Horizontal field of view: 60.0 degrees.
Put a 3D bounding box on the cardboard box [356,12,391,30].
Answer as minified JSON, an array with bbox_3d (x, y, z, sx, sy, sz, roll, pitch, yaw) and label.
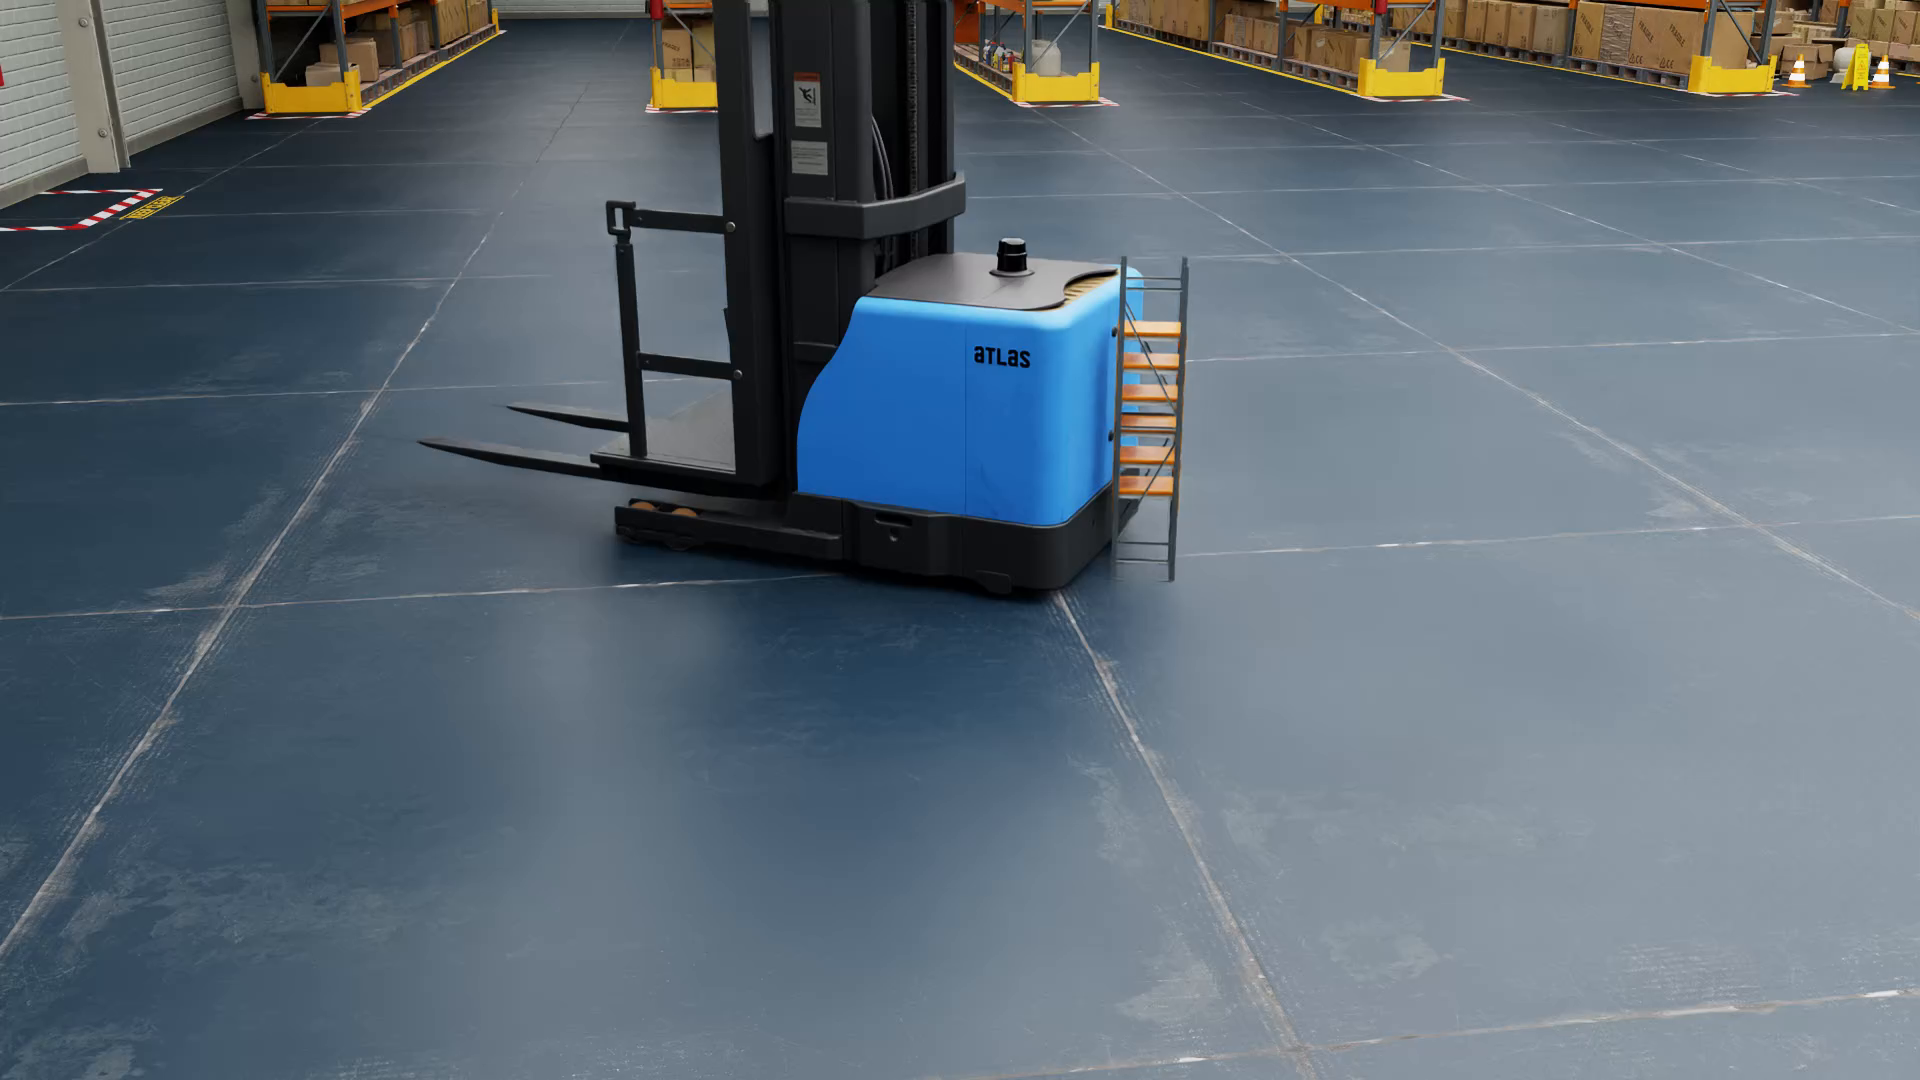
[{"bbox_3d":[-9.191,-8.163,26.156,0.500,0.250,0.500,-3,21,-9],"label":"cardboard box"}]

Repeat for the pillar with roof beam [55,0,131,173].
[{"bbox_3d":[-4.257,-8.134,15.633,9.100,9.000,0.400,-3,21,-8],"label":"pillar with roof beam"}]

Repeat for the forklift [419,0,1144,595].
[{"bbox_3d":[-0.832,-1.491,6.518,3.031,2.935,1.130,8,22,22],"label":"forklift"}]

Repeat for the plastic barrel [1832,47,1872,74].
[{"bbox_3d":[14.290,-7.666,26.637,0.512,0.421,0.421,12,24,30],"label":"plastic barrel"}]

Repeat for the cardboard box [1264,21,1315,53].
[{"bbox_3d":[5.586,-8.534,28.223,0.700,0.500,0.500,-3,21,-8],"label":"cardboard box"}]

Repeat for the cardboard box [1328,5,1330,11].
[{"bbox_3d":[8.717,-12.296,38.399,0.380,0.149,0.250,-2,21,-5],"label":"cardboard box"}]

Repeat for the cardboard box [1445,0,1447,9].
[{"bbox_3d":[9.608,-10.495,32.428,0.500,0.250,0.500,-3,21,-7],"label":"cardboard box"}]

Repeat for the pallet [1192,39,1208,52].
[{"bbox_3d":[5.087,-9.475,31.783,1.003,0.211,1.213,-3,21,-8],"label":"pallet"}]

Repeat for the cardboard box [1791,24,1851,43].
[{"bbox_3d":[15.324,-9.015,29.722,0.950,0.372,0.625,-2,21,-4],"label":"cardboard box"}]

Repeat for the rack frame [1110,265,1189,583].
[{"bbox_3d":[0.690,-0.406,6.087,0.240,1.200,0.006,2,21,5],"label":"rack frame"}]

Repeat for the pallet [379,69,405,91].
[{"bbox_3d":[-8.870,-6.833,24.709,1.003,0.211,1.213,-3,21,-8],"label":"pallet"}]

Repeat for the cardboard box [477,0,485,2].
[{"bbox_3d":[-10.295,-11.493,35.247,0.380,0.149,0.250,-2,21,-6],"label":"cardboard box"}]

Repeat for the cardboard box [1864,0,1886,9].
[{"bbox_3d":[15.286,-8.919,27.640,0.380,0.149,0.250,-3,21,-7],"label":"cardboard box"}]

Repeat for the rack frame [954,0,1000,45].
[{"bbox_3d":[0.225,-10.255,29.885,1.000,3.000,0.127,-3,21,-8],"label":"rack frame"}]

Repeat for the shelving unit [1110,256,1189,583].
[{"bbox_3d":[0.699,-0.437,6.173,0.258,1.200,0.189,2,21,5],"label":"shelving unit"}]

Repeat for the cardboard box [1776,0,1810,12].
[{"bbox_3d":[18.920,-12.178,38.006,0.700,0.500,0.500,-4,21,-10],"label":"cardboard box"}]

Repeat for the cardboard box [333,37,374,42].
[{"bbox_3d":[-8.813,-7.048,24.243,0.500,0.500,0.500,-4,21,-12],"label":"cardboard box"}]

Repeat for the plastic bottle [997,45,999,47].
[{"bbox_3d":[0.593,-7.566,25.940,0.061,0.283,0.133,-3,21,-8],"label":"plastic bottle"}]

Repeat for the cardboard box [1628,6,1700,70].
[{"bbox_3d":[10.910,-7.687,25.447,0.875,0.875,0.875,-3,21,-9],"label":"cardboard box"}]

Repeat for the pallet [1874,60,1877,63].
[{"bbox_3d":[15.396,-8.583,29.394,1.003,0.211,1.213,-3,21,-8],"label":"pallet"}]

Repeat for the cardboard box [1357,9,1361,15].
[{"bbox_3d":[8.991,-11.656,36.686,0.380,0.149,0.250,-4,21,-10],"label":"cardboard box"}]

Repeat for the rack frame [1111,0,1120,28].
[{"bbox_3d":[3.973,-13.274,37.970,1.000,3.000,0.127,-3,21,-8],"label":"rack frame"}]

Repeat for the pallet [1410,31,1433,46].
[{"bbox_3d":[9.765,-10.105,33.471,1.003,0.211,1.213,-3,21,-8],"label":"pallet"}]

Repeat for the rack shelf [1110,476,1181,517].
[{"bbox_3d":[0.699,-0.171,6.272,0.258,0.103,0.180,2,21,5],"label":"rack shelf"}]

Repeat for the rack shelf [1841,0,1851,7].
[{"bbox_3d":[15.798,-8.590,26.456,1.077,0.370,4.000,-3,21,-8],"label":"rack shelf"}]

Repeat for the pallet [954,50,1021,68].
[{"bbox_3d":[0.471,-8.257,28.521,1.003,0.211,1.213,-3,21,-8],"label":"pallet"}]

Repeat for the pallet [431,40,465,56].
[{"bbox_3d":[-9.790,-9.147,30.905,1.003,0.211,1.213,-3,21,-8],"label":"pallet"}]

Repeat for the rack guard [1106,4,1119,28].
[{"bbox_3d":[3.970,-12.112,38.430,1.175,0.500,0.348,-3,21,-8],"label":"rack guard"}]

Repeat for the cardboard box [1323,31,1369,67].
[{"bbox_3d":[5.978,-7.596,25.739,0.500,0.500,0.500,-5,21,-13],"label":"cardboard box"}]

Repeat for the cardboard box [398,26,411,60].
[{"bbox_3d":[-9.282,-8.014,26.830,0.700,0.500,0.500,-3,21,-7],"label":"cardboard box"}]

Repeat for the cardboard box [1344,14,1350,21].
[{"bbox_3d":[8.825,-11.713,37.264,0.380,0.149,0.250,-4,21,-10],"label":"cardboard box"}]

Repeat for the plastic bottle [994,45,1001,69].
[{"bbox_3d":[0.596,-7.322,25.190,0.144,0.351,0.185,-3,21,-8],"label":"plastic bottle"}]

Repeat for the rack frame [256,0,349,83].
[{"bbox_3d":[-8.425,-6.985,21.131,1.000,3.000,0.127,-3,21,-8],"label":"rack frame"}]

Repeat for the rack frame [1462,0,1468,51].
[{"bbox_3d":[10.049,-10.720,31.130,1.000,3.000,0.127,-3,21,-8],"label":"rack frame"}]

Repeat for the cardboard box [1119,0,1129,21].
[{"bbox_3d":[4.145,-12.258,37.686,0.875,0.875,0.875,-3,21,-8],"label":"cardboard box"}]

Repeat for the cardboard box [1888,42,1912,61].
[{"bbox_3d":[15.495,-7.942,27.024,0.500,0.250,0.500,-3,21,-8],"label":"cardboard box"}]

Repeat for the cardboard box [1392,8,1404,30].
[{"bbox_3d":[9.317,-10.861,34.481,0.500,0.500,0.500,-2,21,-6],"label":"cardboard box"}]

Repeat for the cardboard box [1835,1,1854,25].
[{"bbox_3d":[19.201,-11.304,35.667,0.500,0.500,0.500,-3,21,-8],"label":"cardboard box"}]

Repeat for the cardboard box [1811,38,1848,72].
[{"bbox_3d":[14.318,-8.010,27.444,0.500,0.500,0.500,12,24,29],"label":"cardboard box"}]

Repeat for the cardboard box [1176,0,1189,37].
[{"bbox_3d":[4.927,-10.255,32.322,1.225,0.875,0.875,-3,21,-8],"label":"cardboard box"}]

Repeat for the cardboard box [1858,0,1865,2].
[{"bbox_3d":[19.273,-11.470,35.184,0.380,0.149,0.250,-3,21,-8],"label":"cardboard box"}]

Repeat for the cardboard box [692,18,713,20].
[{"bbox_3d":[-3.757,-7.558,24.923,0.500,0.500,0.500,-3,21,-8],"label":"cardboard box"}]

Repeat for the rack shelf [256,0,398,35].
[{"bbox_3d":[-8.713,-7.341,23.111,1.077,0.370,4.000,-3,21,-8],"label":"rack shelf"}]

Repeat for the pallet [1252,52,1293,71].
[{"bbox_3d":[5.589,-8.083,28.055,1.003,0.211,1.213,-3,21,-8],"label":"pallet"}]

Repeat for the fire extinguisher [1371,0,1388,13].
[{"bbox_3d":[5.840,-7.636,22.983,0.296,0.674,0.183,-3,21,-8],"label":"fire extinguisher"}]

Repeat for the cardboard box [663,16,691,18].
[{"bbox_3d":[-4.343,-7.705,25.316,0.500,0.500,0.500,-3,21,-8],"label":"cardboard box"}]
